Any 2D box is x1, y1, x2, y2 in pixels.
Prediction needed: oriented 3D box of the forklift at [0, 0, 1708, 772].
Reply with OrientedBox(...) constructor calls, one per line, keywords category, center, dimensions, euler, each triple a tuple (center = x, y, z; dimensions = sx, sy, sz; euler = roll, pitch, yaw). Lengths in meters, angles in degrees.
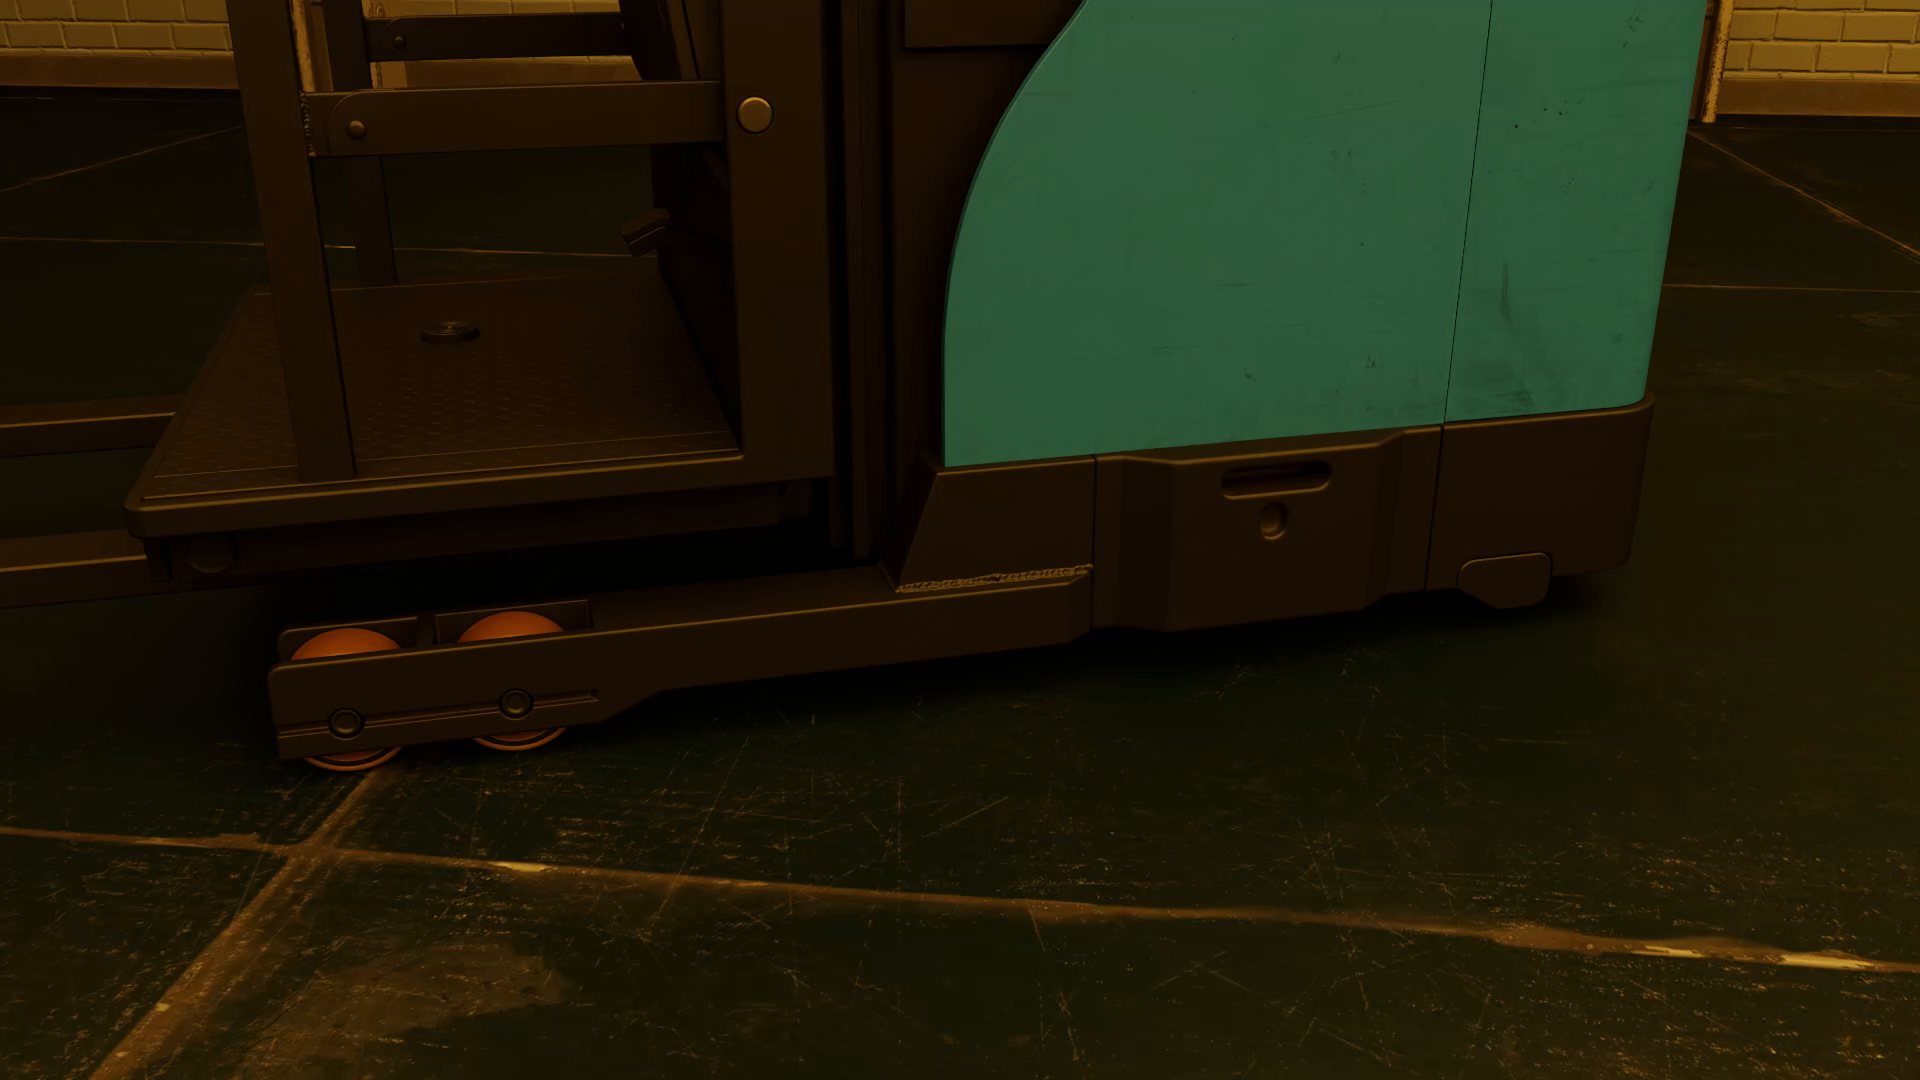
OrientedBox(category="forklift", center=(-0.588, -1.301, 1.985), dimensions=(3.031, 2.935, 1.130), euler=(-6, 23, -14))
